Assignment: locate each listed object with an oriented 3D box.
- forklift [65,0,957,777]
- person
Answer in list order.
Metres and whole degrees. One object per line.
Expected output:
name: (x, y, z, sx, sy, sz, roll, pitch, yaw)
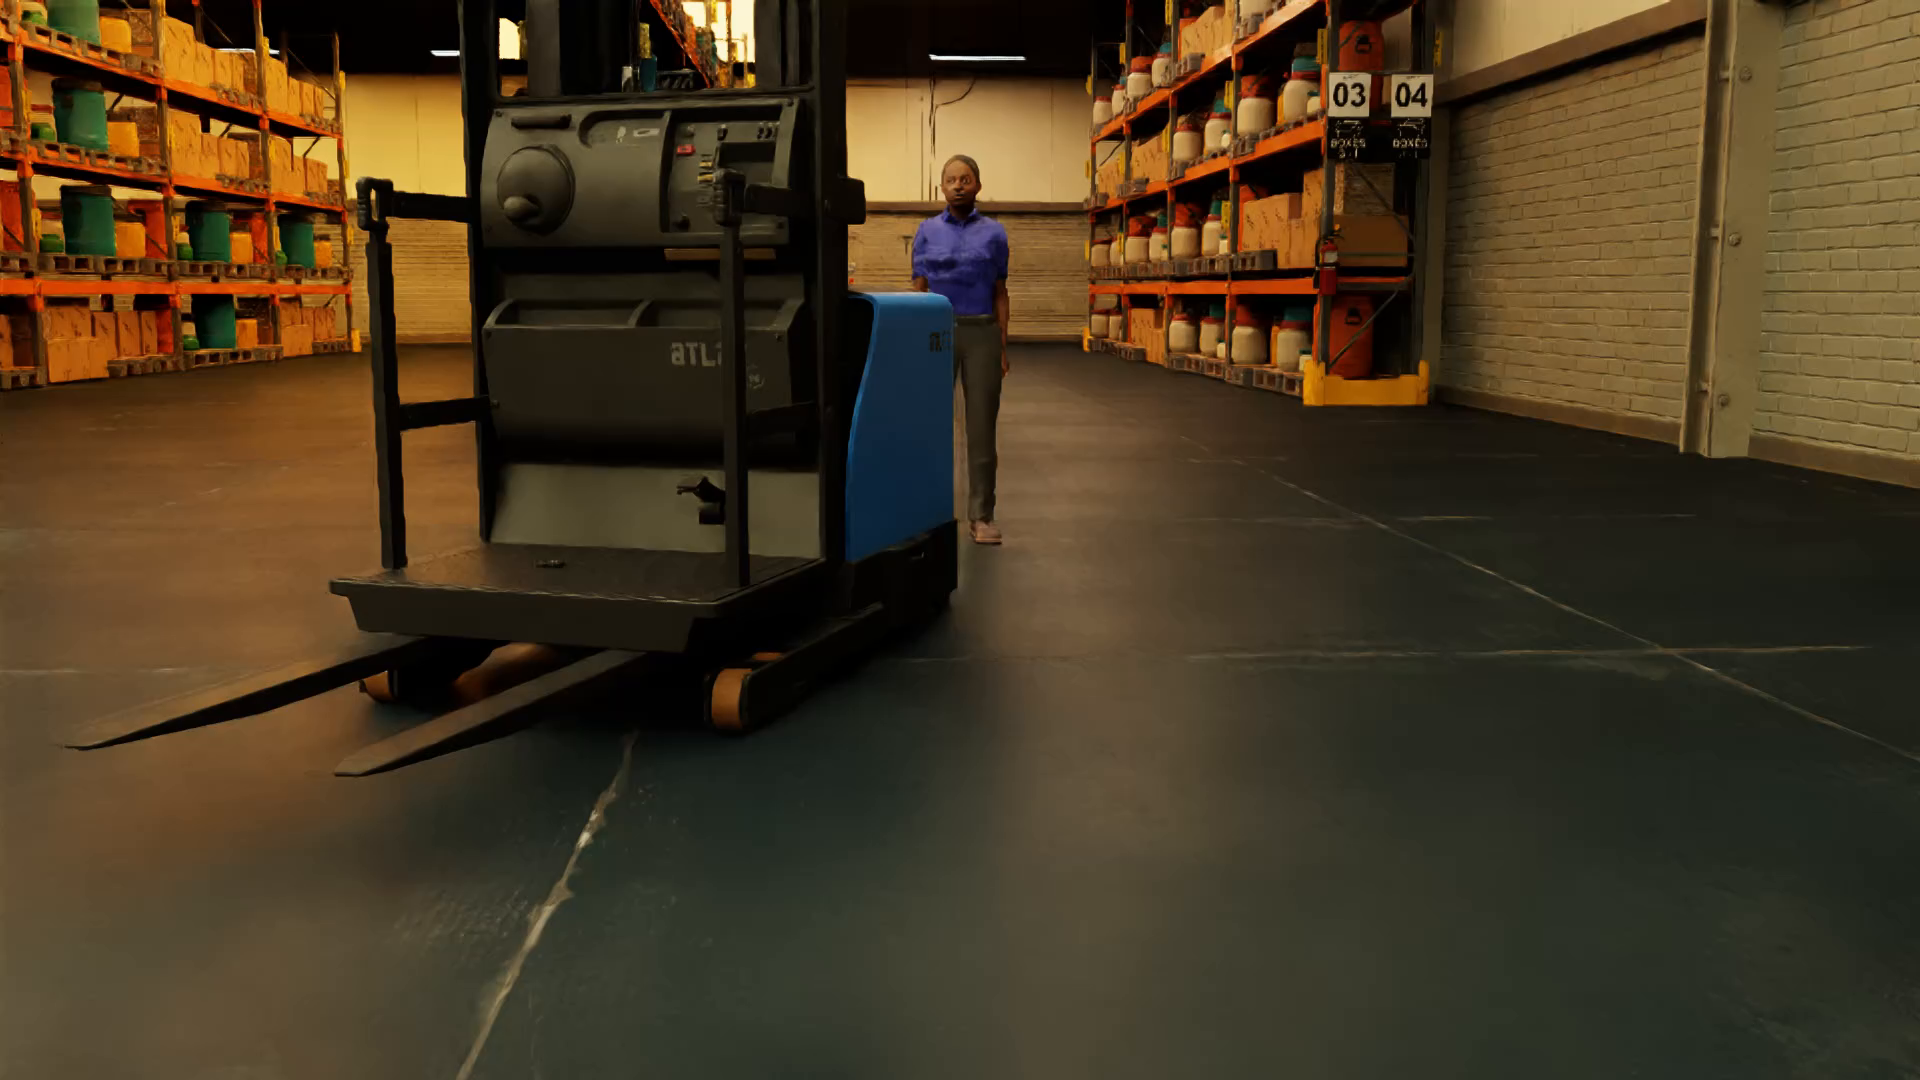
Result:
forklift: (-0.937, -1.037, 4.317, 1.130, 2.935, 3.031, 3, 9, 17)
person: (-0.005, -0.816, 7.164, 0.446, 1.662, 0.320, -1, 8, -4)
